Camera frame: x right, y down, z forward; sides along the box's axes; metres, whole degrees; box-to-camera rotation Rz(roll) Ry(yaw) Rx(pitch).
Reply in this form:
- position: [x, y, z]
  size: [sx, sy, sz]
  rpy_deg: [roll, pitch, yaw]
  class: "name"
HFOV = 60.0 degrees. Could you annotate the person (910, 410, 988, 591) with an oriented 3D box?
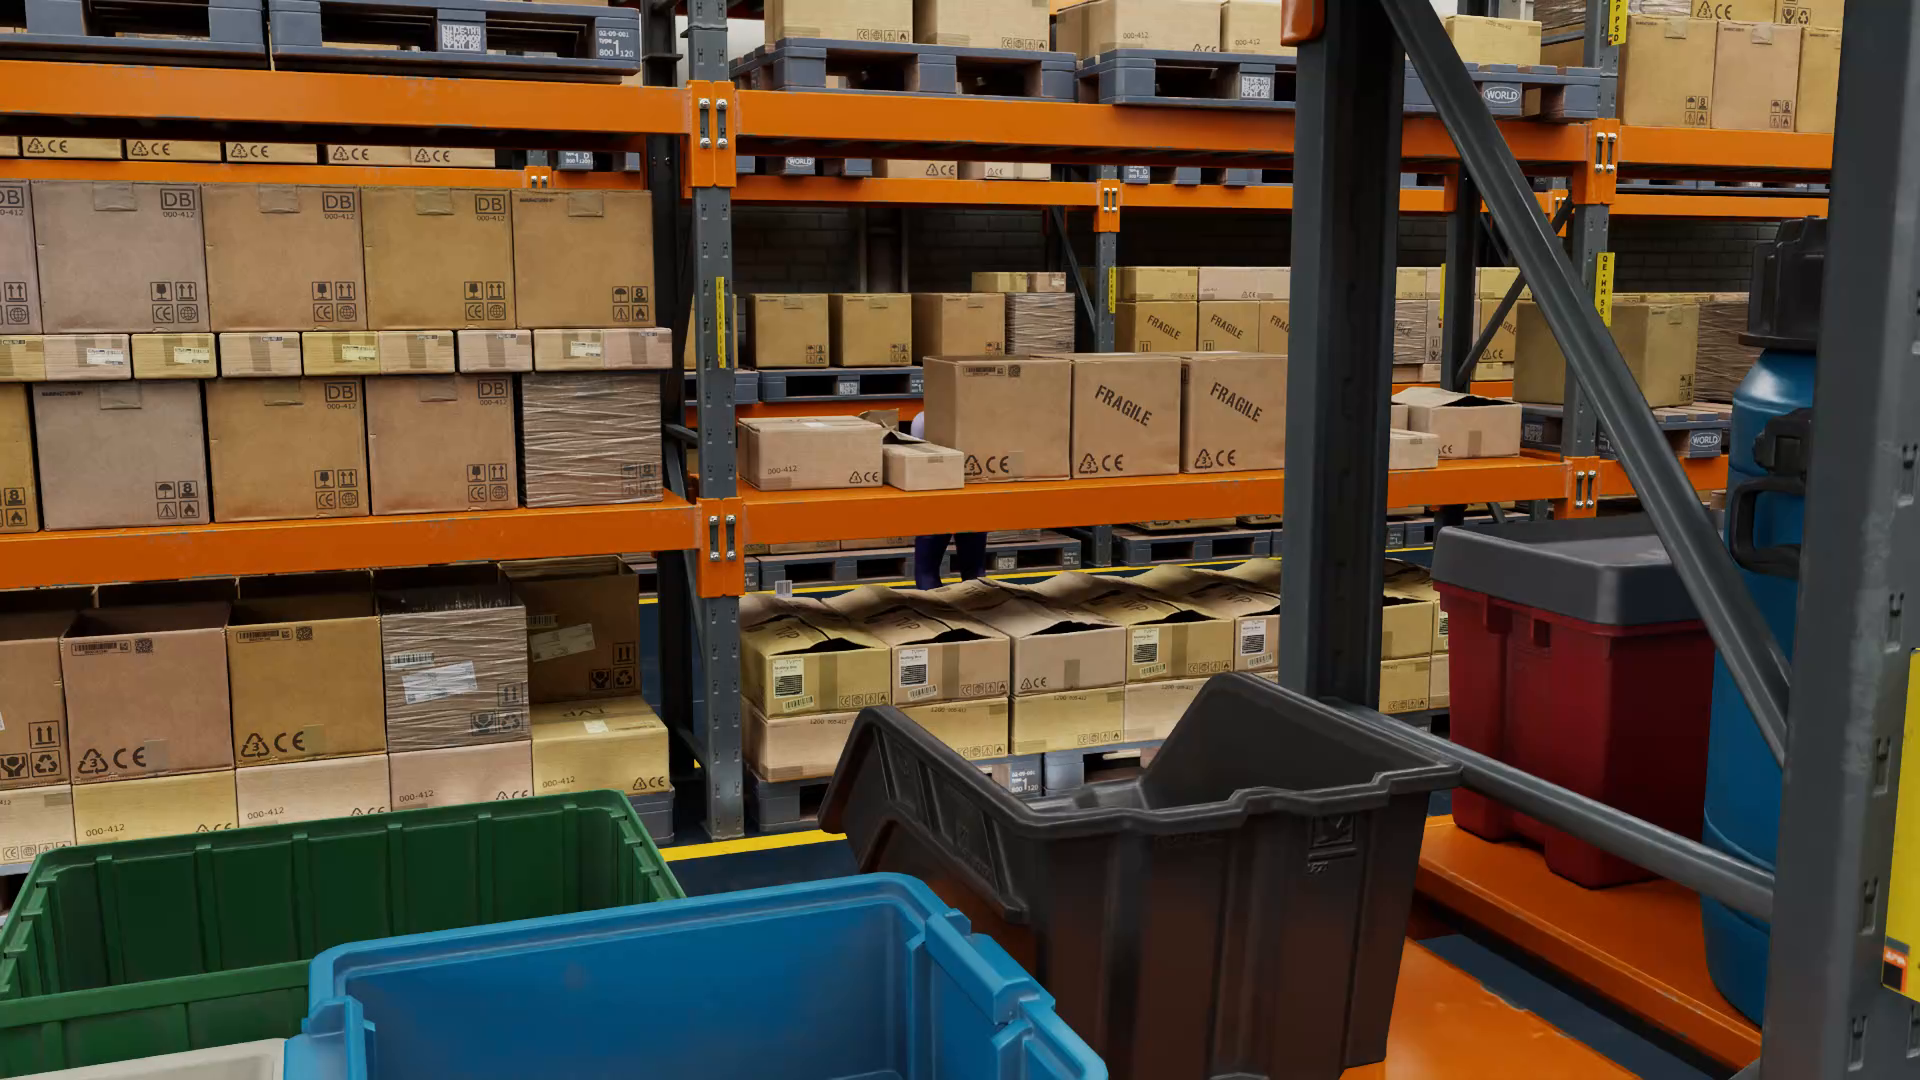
- position: [-0.051, -0.170, 9.463]
  size: [0.562, 1.651, 0.371]
  rpy_deg: [-4, 10, -24]
  class: "person"
